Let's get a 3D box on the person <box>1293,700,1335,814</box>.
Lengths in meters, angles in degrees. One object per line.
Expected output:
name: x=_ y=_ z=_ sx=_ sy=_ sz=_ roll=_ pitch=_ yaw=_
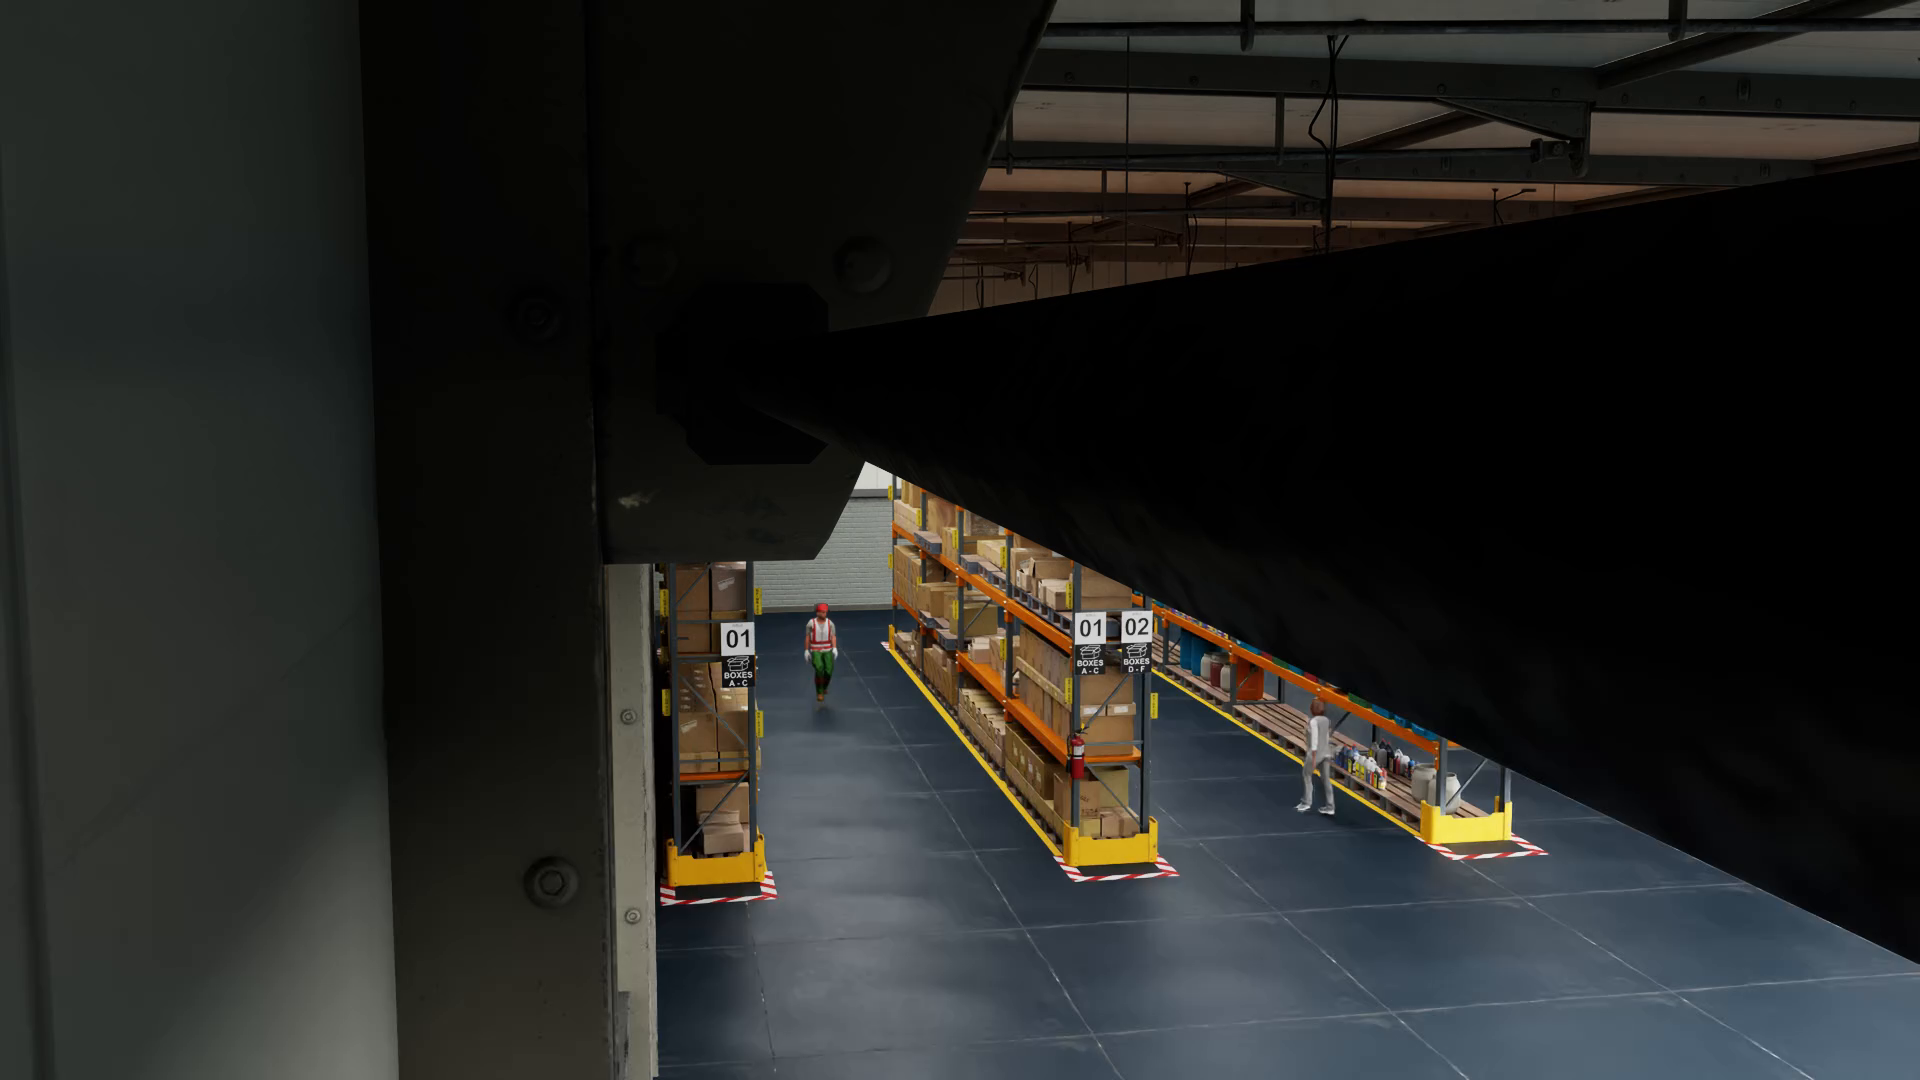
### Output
person: x=5.028 y=3.044 z=23.261 sx=0.439 sy=1.613 sz=0.647 roll=-4 pitch=7 yaw=-33

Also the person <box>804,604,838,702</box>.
person: x=-2.472 y=2.007 z=29.963 sx=0.575 sy=1.682 sz=0.729 roll=-2 pitch=7 yaw=-19
